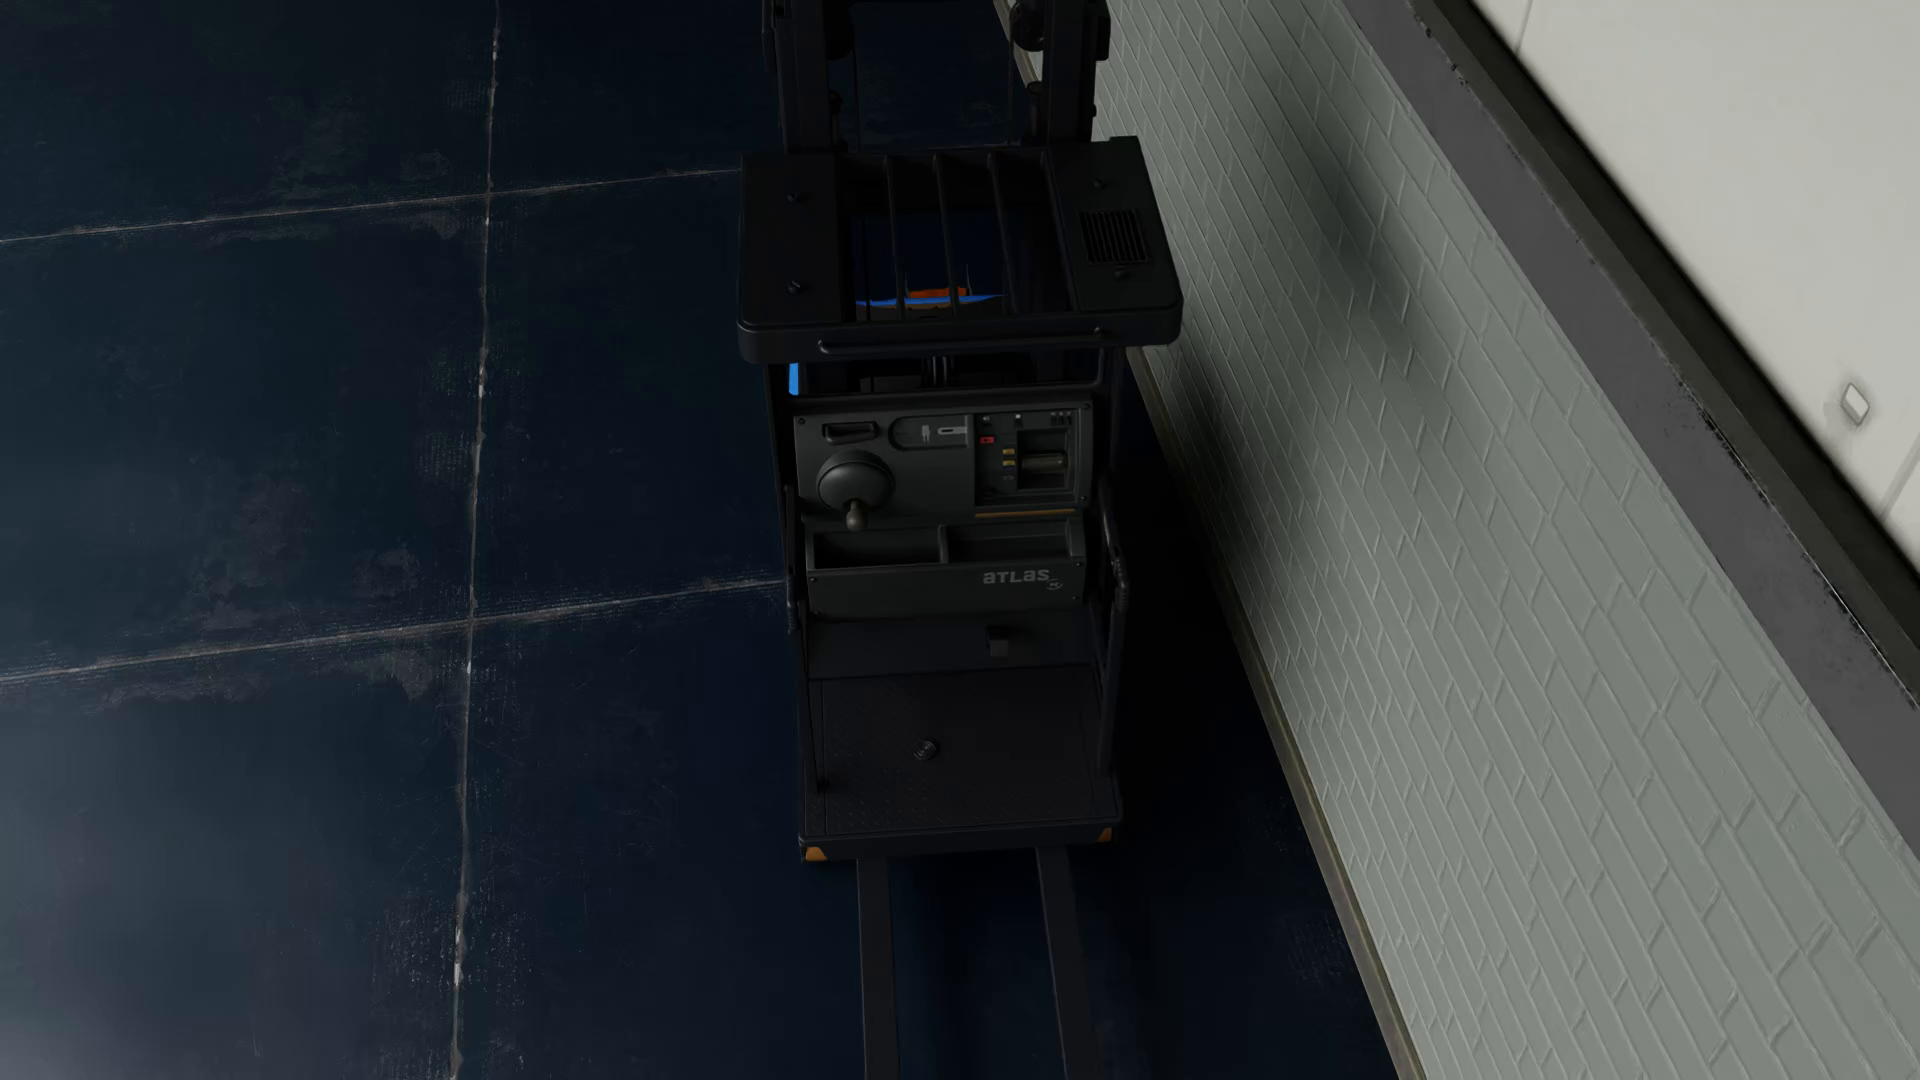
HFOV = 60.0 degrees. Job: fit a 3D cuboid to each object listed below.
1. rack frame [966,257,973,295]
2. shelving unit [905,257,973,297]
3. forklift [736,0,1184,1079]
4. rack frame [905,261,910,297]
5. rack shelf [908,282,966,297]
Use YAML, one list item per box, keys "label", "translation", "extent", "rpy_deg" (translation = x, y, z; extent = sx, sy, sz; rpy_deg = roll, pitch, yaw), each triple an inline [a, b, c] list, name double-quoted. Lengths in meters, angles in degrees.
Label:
- label: "rack frame"
  translation: [0.038, -0.679, 6.868]
  extent: [0.008, 1.050, 0.200]
  rpy_deg: [-4, 46, -4]
- label: "shelving unit"
  translation: [-0.084, -0.671, 6.860]
  extent: [0.252, 1.050, 0.215]
  rpy_deg: [-4, 46, -4]
- label: "forklift"
  translation: [-0.028, -0.146, 5.048]
  extent: [1.130, 2.935, 3.031]
  rpy_deg: [-3, 46, -3]
- label: "rack frame"
  translation: [-0.205, -0.663, 6.853]
  extent: [0.008, 1.050, 0.200]
  rpy_deg: [-4, 46, -4]
- label: "rack shelf"
  translation: [-0.084, -0.860, 6.664]
  extent: [0.240, 0.259, 0.215]
  rpy_deg: [-4, 46, -4]
